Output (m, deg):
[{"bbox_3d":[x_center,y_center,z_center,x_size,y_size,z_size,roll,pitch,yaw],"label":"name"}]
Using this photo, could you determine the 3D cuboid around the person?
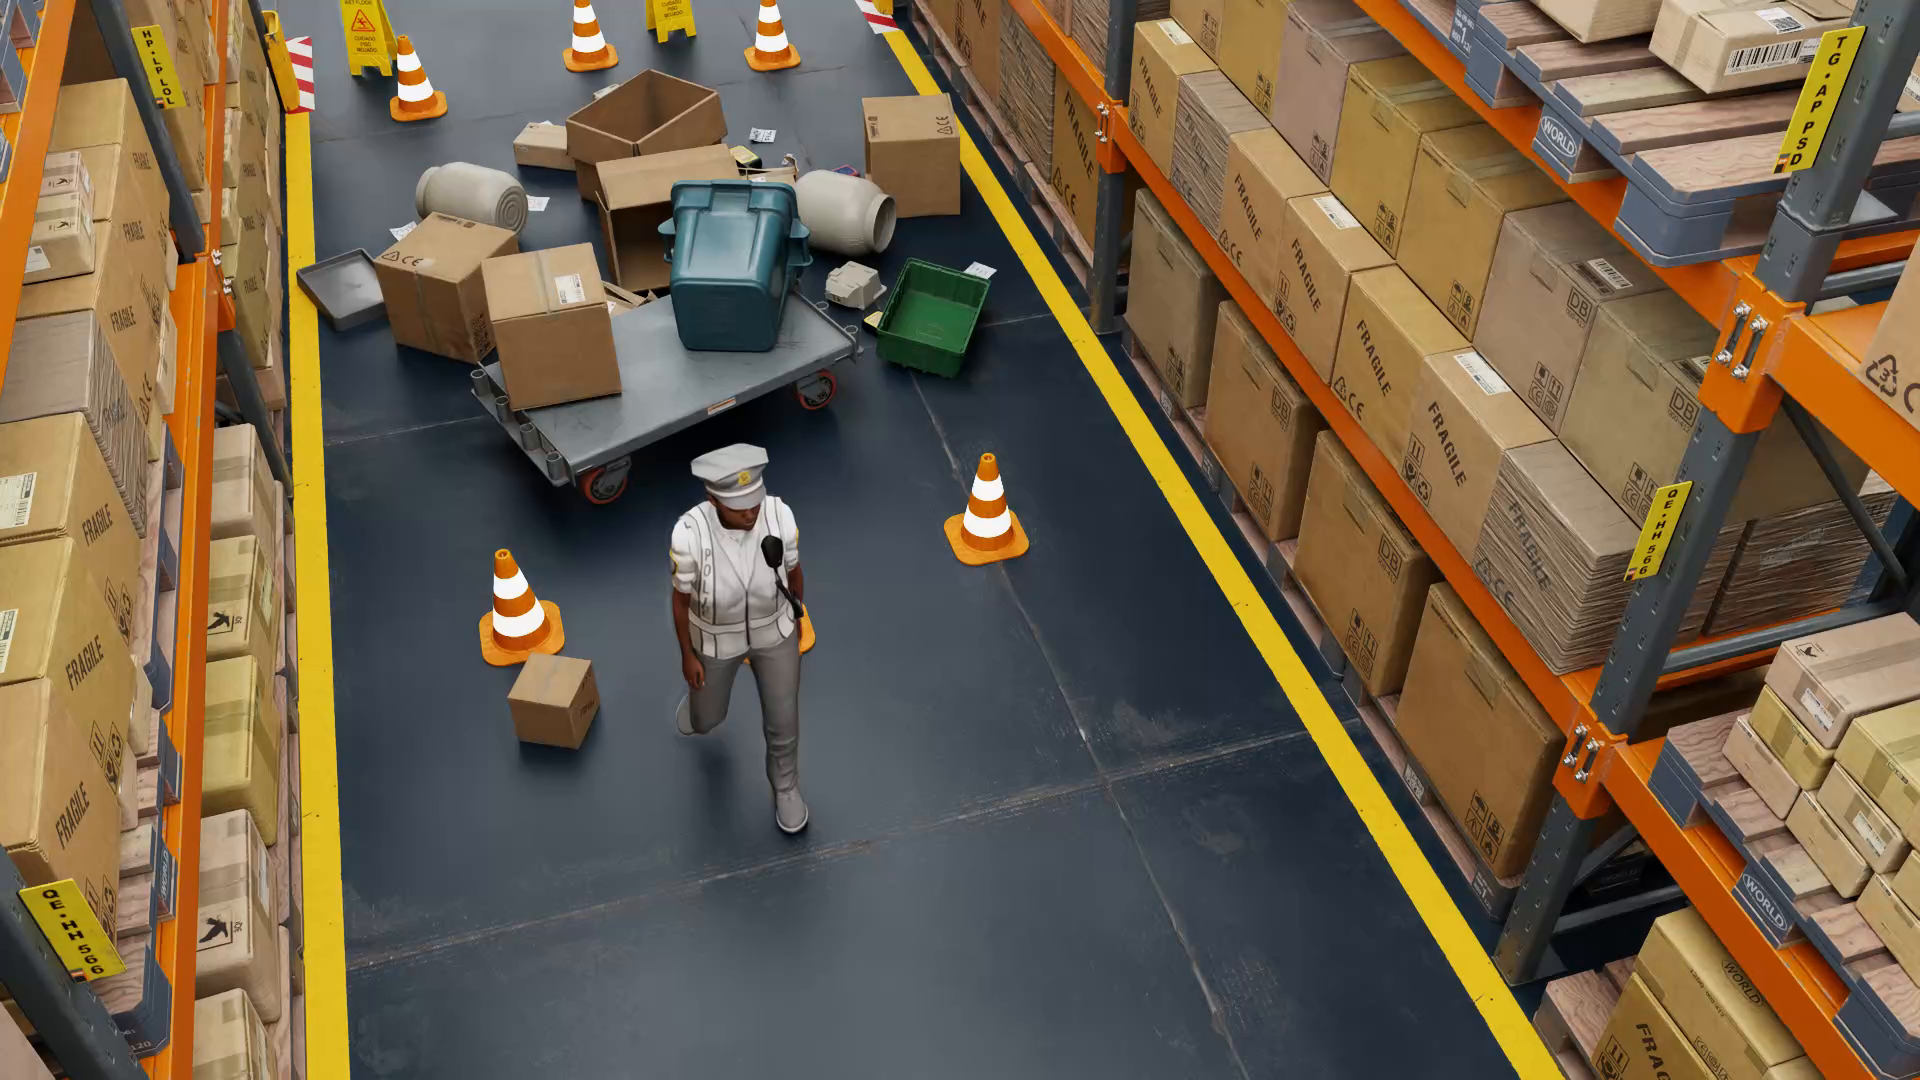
[{"bbox_3d":[-0.793,0.271,5.820,0.494,1.670,0.695,-12,44,-13],"label":"person"}]
